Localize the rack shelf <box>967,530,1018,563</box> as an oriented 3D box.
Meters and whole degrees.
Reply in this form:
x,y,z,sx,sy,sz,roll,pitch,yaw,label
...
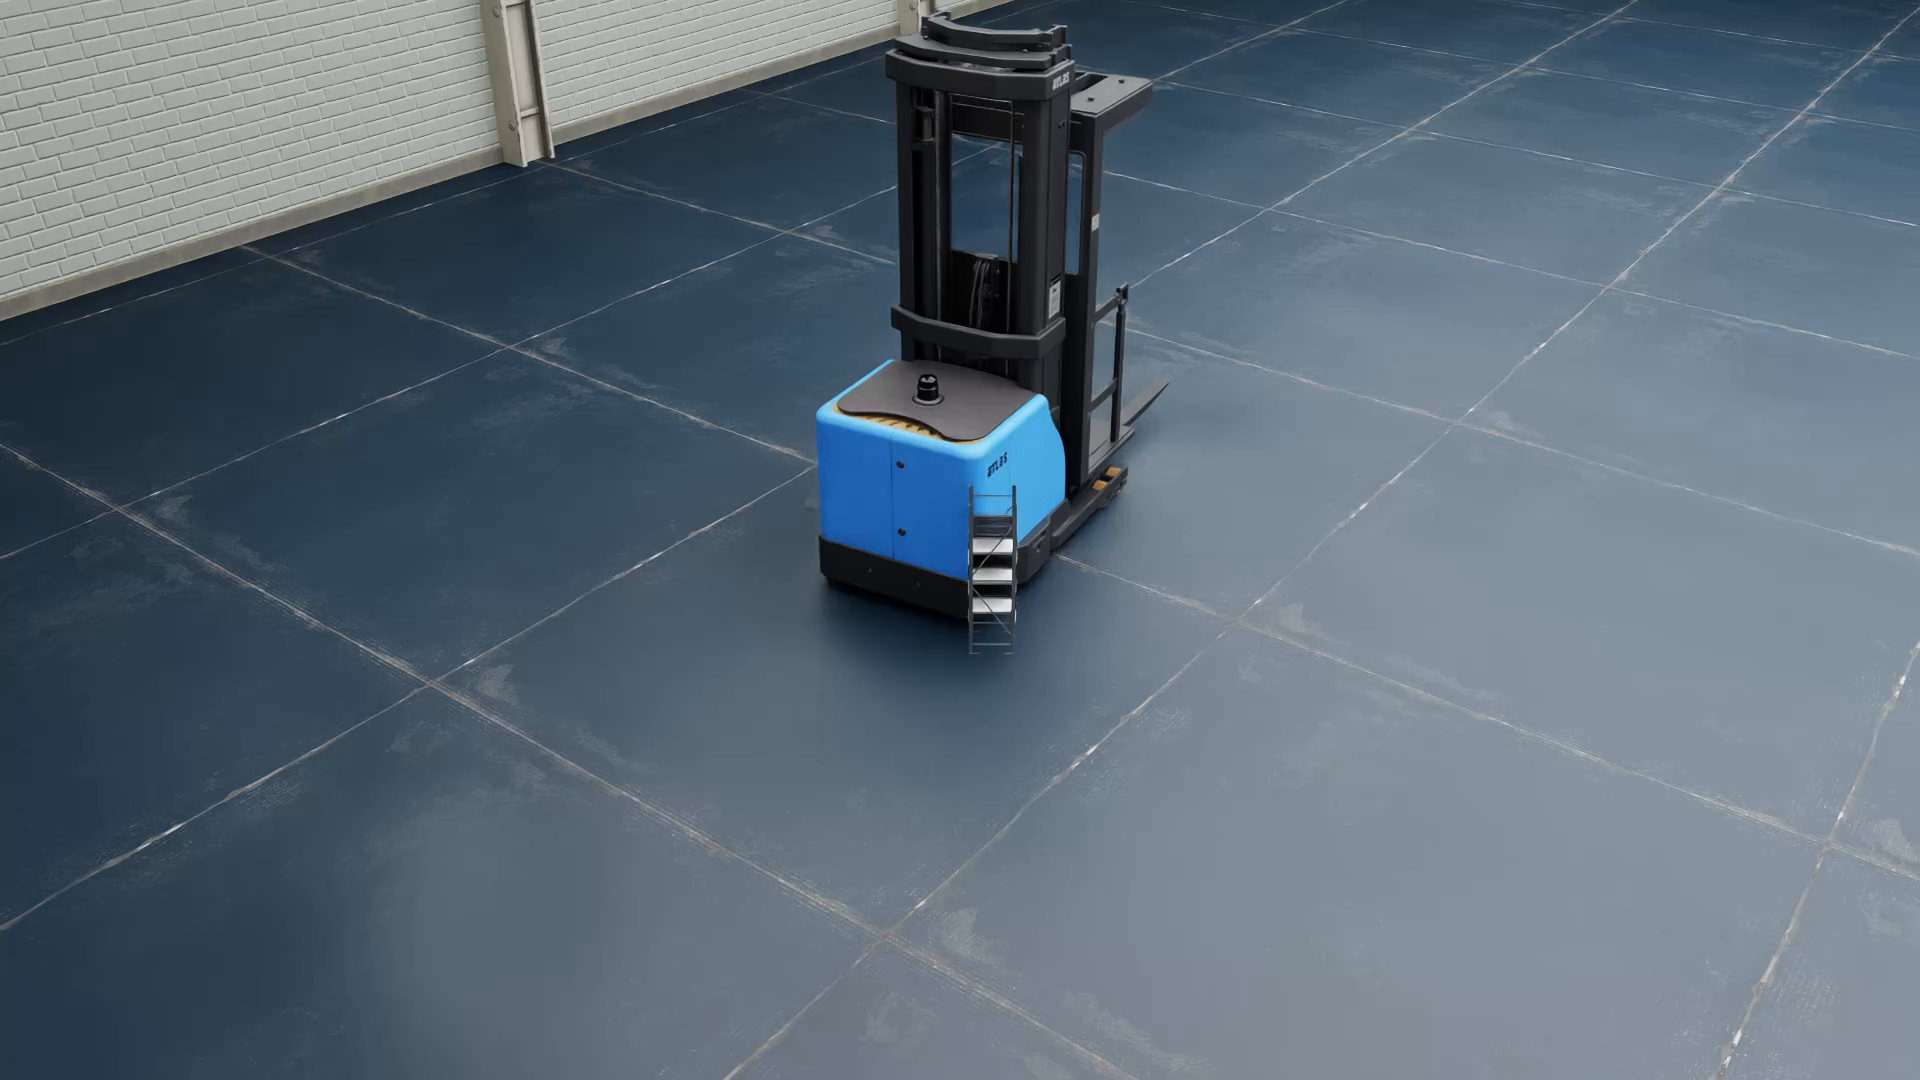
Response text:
x,y,z,sx,sy,sz,roll,pitch,yaw,label
0.166,0.034,8.522,0.258,0.077,0.200,0,31,0,rack shelf

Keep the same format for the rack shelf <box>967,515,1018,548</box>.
x,y,z,sx,sy,sz,roll,pitch,yaw,label
0.166,-0.043,8.476,0.258,0.077,0.200,0,31,0,rack shelf

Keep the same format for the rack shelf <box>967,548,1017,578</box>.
x,y,z,sx,sy,sz,roll,pitch,yaw,label
0.166,0.111,8.568,0.258,0.077,0.200,0,31,0,rack shelf

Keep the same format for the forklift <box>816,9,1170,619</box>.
x,y,z,sx,sy,sz,roll,pitch,yaw,label
0.375,-1.559,9.506,1.130,2.935,3.031,16,34,25,forklift

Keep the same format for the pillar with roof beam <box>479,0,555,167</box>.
x,y,z,sx,sy,sz,roll,pitch,yaw,label
-0.692,-6.190,11.369,9.100,9.000,0.400,21,37,31,pillar with roof beam

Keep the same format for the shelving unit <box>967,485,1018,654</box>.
x,y,z,sx,sy,sz,roll,pitch,yaw,label
0.166,0.160,8.597,0.258,0.900,0.210,0,31,0,shelving unit

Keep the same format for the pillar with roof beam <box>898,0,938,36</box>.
x,y,z,sx,sy,sz,roll,pitch,yaw,label
2.930,-8.629,15.484,9.100,9.000,0.400,21,37,31,pillar with roof beam

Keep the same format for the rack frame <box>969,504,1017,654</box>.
x,y,z,sx,sy,sz,roll,pitch,yaw,label
0.165,0.212,8.510,0.240,0.900,0.006,0,31,0,rack frame

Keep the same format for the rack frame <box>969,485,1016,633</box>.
x,y,z,sx,sy,sz,roll,pitch,yaw,label
0.167,0.108,8.685,0.240,0.900,0.006,0,31,0,rack frame

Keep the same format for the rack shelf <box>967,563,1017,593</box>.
x,y,z,sx,sy,sz,roll,pitch,yaw,label
0.166,0.189,8.614,0.258,0.077,0.200,0,31,0,rack shelf

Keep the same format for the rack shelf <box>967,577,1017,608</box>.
x,y,z,sx,sy,sz,roll,pitch,yaw,label
0.166,0.266,8.660,0.258,0.077,0.200,0,31,0,rack shelf

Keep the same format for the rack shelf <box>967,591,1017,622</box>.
x,y,z,sx,sy,sz,roll,pitch,yaw,label
0.166,0.344,8.706,0.258,0.077,0.200,0,31,0,rack shelf
